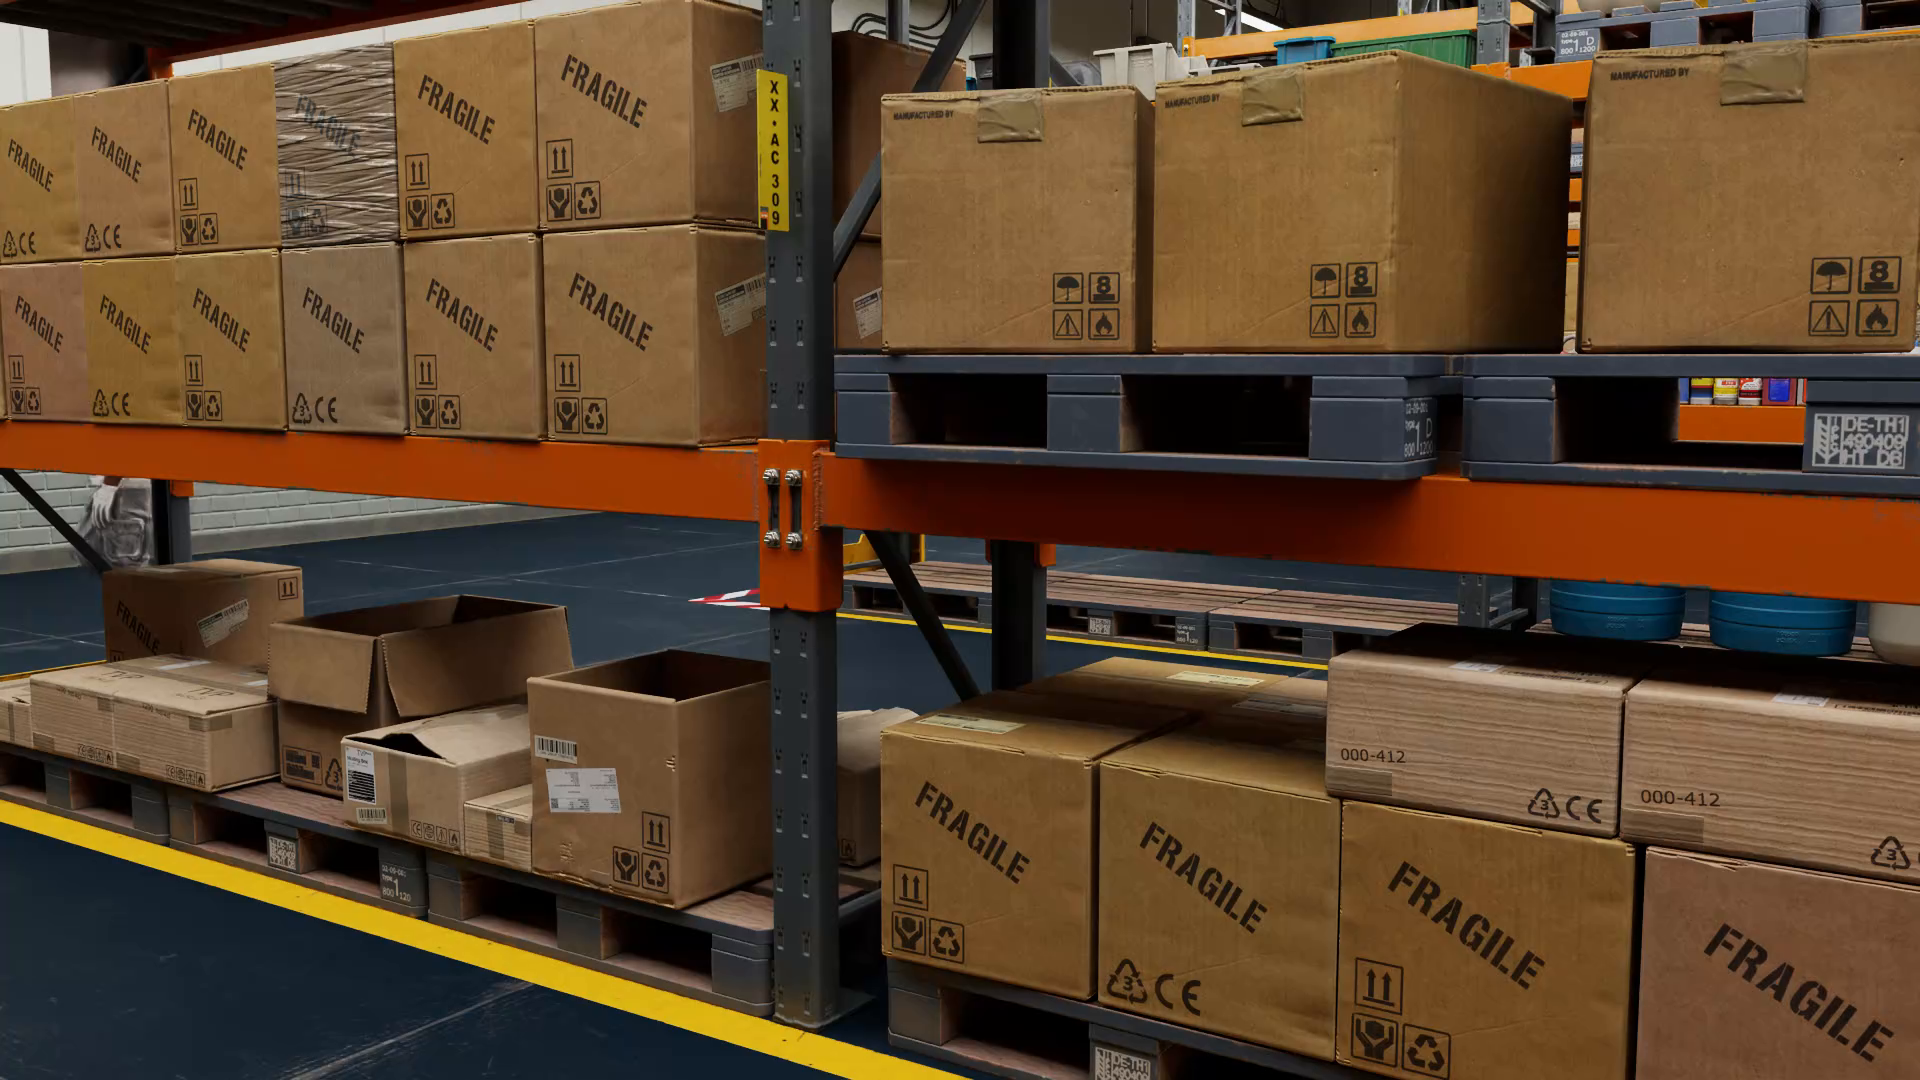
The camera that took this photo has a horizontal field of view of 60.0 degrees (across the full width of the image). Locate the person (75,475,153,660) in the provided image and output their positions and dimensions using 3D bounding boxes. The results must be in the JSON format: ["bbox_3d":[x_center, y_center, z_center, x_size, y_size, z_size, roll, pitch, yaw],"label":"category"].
[{"bbox_3d":[-3.916,-0.245,7.752,0.449,1.782,0.644,-2,7,-20],"label":"person"}]
